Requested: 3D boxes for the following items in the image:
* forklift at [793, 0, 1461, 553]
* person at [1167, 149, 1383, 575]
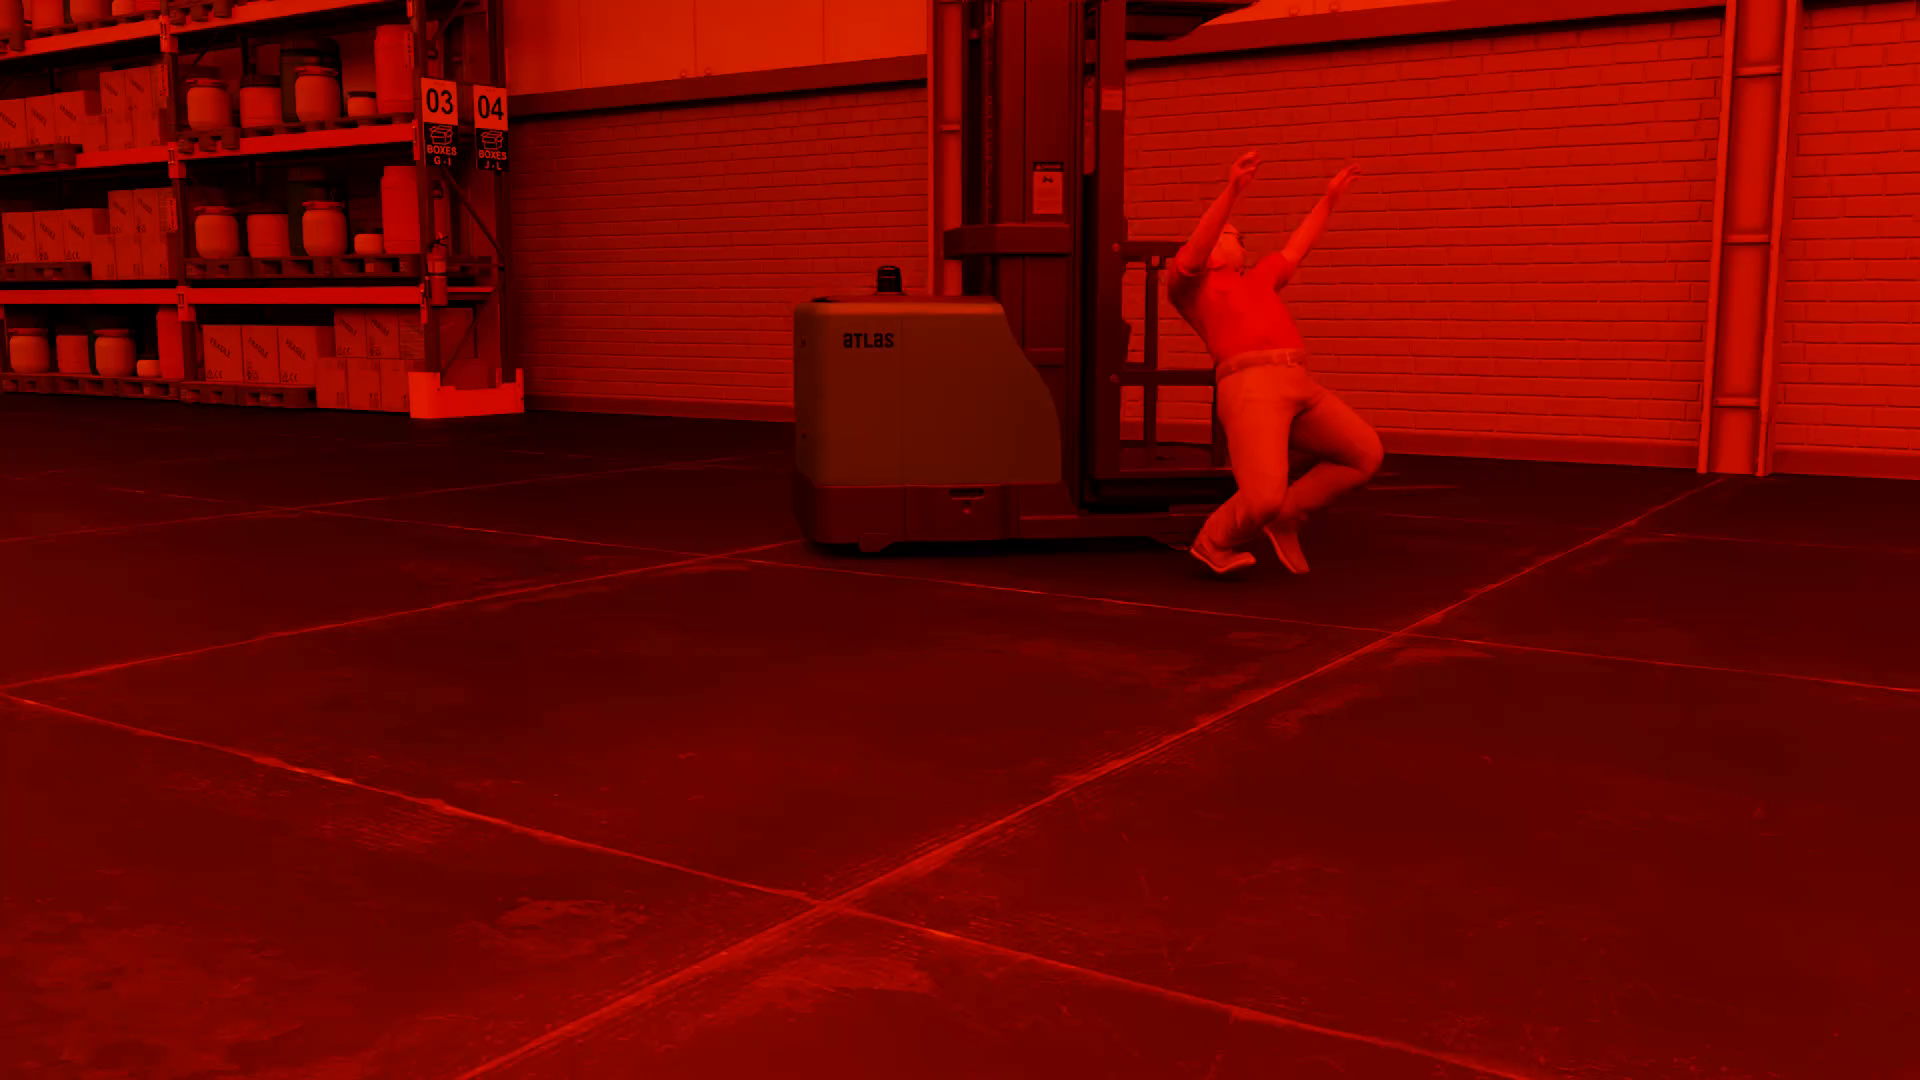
[{"bbox_3d":[0.779,-1.476,7.574,3.031,2.935,1.130,-2,8,-11],"label":"forklift"},{"bbox_3d":[1.210,-0.646,6.498,0.961,1.645,0.761,-7,11,-41],"label":"person"}]
